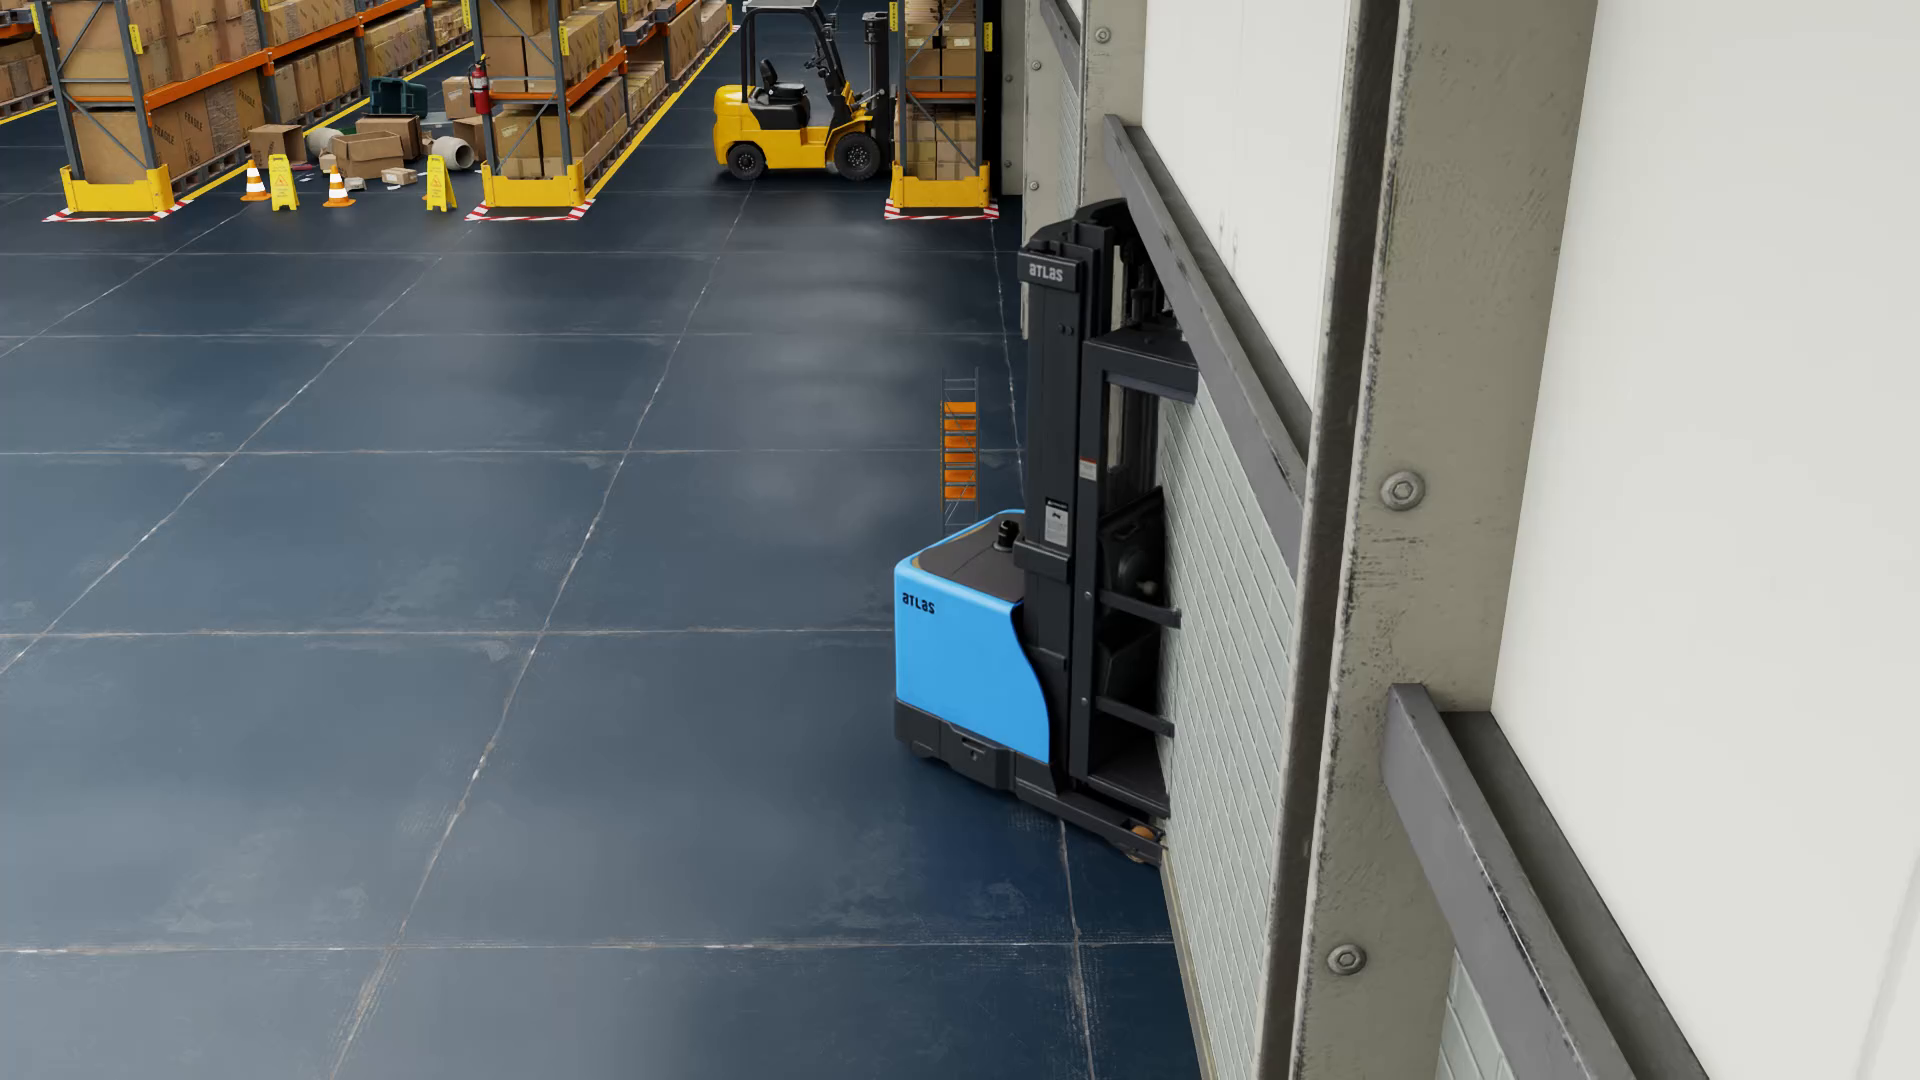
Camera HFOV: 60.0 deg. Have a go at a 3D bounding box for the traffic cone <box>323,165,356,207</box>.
[{"bbox_3d":[-7.593,-4.328,20.258,0.336,0.463,0.334,0,24,-1],"label":"traffic cone"}]

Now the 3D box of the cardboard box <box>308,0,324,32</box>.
[{"bbox_3d":[-9.936,-7.929,25.019,0.500,0.500,0.500,0,24,0],"label":"cardboard box"}]

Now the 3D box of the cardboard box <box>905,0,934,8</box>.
[{"bbox_3d":[-0.531,-7.048,21.924,0.380,0.149,0.250,-1,24,-1],"label":"cardboard box"}]

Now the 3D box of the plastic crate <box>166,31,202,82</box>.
[{"bbox_3d":[-14.729,-6.740,21.012,10.126,1.636,1.488,0,24,-1],"label":"plastic crate"}]

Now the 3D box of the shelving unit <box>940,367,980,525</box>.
[{"bbox_3d":[-2.865,-5.278,20.735,5.752,1.800,21.905,0,24,-1],"label":"shelving unit"}]

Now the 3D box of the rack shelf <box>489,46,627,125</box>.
[{"bbox_3d":[-5.214,-5.954,21.647,1.077,0.370,4.000,0,24,-1],"label":"rack shelf"}]

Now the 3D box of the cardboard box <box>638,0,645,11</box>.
[{"bbox_3d":[-4.952,-8.083,24.490,0.500,0.500,0.500,0,24,-1],"label":"cardboard box"}]

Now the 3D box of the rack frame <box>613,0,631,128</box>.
[{"bbox_3d":[-5.236,-7.106,23.321,1.000,3.000,0.127,0,24,-1],"label":"rack frame"}]

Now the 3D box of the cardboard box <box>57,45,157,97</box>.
[{"bbox_3d":[-10.190,-5.615,19.842,0.875,0.550,0.550,0,24,-1],"label":"cardboard box"}]

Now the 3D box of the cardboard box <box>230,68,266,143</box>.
[{"bbox_3d":[-10.248,-6.006,22.958,0.875,0.875,0.875,0,24,0],"label":"cardboard box"}]

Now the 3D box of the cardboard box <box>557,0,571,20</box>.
[{"bbox_3d":[-5.389,-6.928,21.233,0.700,0.500,0.500,0,24,-1],"label":"cardboard box"}]

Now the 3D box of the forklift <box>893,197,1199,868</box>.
[{"bbox_3d":[-11.237,-7.465,24.198,45.189,2.935,13.090,19,31,36],"label":"forklift"}]

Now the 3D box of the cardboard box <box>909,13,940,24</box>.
[{"bbox_3d":[-0.436,-6.417,20.529,0.380,0.149,0.250,0,24,0],"label":"cardboard box"}]

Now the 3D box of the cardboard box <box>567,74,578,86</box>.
[{"bbox_3d":[-4.928,-5.698,20.513,0.380,0.149,0.250,-1,24,-2],"label":"cardboard box"}]

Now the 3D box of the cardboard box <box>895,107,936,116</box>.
[{"bbox_3d":[-0.557,-5.274,20.885,0.500,0.250,0.500,0,24,0],"label":"cardboard box"}]

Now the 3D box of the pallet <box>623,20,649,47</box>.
[{"bbox_3d":[-5.099,-7.334,24.059,1.003,0.211,1.213,0,24,-1],"label":"pallet"}]

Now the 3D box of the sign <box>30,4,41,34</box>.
[{"bbox_3d":[-10.684,-6.032,19.256,0.100,0.325,0.005,0,24,-1],"label":"sign"}]

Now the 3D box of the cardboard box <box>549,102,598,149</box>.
[{"bbox_3d":[-4.936,-5.297,21.238,0.500,0.500,0.500,-1,24,-3],"label":"cardboard box"}]

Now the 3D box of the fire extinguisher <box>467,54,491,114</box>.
[{"bbox_3d":[-5.652,-5.373,19.584,0.296,0.674,0.183,0,24,-1],"label":"fire extinguisher"}]

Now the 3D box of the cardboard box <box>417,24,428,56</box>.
[{"bbox_3d":[-10.012,-9.087,30.226,0.500,0.500,0.500,-1,24,-2],"label":"cardboard box"}]

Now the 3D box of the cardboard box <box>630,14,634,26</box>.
[{"bbox_3d":[-4.920,-7.515,24.021,0.380,0.149,0.250,0,24,1],"label":"cardboard box"}]

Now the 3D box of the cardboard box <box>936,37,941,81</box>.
[{"bbox_3d":[-0.493,-5.942,20.628,0.500,0.500,0.500,0,24,1],"label":"cardboard box"}]

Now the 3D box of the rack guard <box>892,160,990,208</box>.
[{"bbox_3d":[-0.229,-4.333,20.223,1.175,0.500,0.348,0,24,-1],"label":"rack guard"}]

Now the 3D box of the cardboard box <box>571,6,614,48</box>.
[{"bbox_3d":[-4.970,-6.893,22.368,0.500,0.500,0.500,1,24,1],"label":"cardboard box"}]

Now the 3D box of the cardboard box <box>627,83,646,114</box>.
[{"bbox_3d":[-5.256,-6.612,24.909,0.950,0.372,0.625,1,24,3],"label":"cardboard box"}]

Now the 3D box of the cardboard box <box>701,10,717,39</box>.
[{"bbox_3d":[-5.233,-10.054,32.440,0.875,0.438,0.875,-1,24,-2],"label":"cardboard box"}]

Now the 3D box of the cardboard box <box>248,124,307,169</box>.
[{"bbox_3d":[-9.142,-5.269,22.291,0.500,0.500,0.500,4,25,9],"label":"cardboard box"}]

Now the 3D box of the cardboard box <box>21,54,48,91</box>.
[{"bbox_3d":[-15.162,-7.495,26.681,0.700,0.500,0.500,-2,24,-3],"label":"cardboard box"}]

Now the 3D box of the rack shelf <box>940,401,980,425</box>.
[{"bbox_3d":[0.000,-0.828,10.860,0.258,0.103,0.180,0,24,-1],"label":"rack shelf"}]

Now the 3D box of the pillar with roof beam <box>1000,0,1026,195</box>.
[{"bbox_3d":[-3.640,-8.487,19.094,9.100,9.000,0.400,0,24,-1],"label":"pillar with roof beam"}]

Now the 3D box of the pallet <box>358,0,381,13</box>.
[{"bbox_3d":[-10.343,-8.896,27.512,1.213,0.211,1.003,0,24,-1],"label":"pallet"}]

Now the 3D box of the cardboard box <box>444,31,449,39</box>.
[{"bbox_3d":[-10.065,-9.699,32.004,0.380,0.149,0.250,-1,24,-2],"label":"cardboard box"}]

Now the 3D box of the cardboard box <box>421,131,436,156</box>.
[{"bbox_3d":[-7.373,-5.515,23.121,0.258,0.266,0.396,-19,31,-36],"label":"cardboard box"}]

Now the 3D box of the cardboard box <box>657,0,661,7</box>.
[{"bbox_3d":[-4.918,-8.483,26.162,0.380,0.149,0.250,0,24,-1],"label":"cardboard box"}]

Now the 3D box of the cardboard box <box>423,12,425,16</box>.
[{"bbox_3d":[-10.624,-10.184,32.356,0.380,0.149,0.250,-1,24,-2],"label":"cardboard box"}]

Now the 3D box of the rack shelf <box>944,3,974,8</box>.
[{"bbox_3d":[-15.246,-9.934,27.422,30.704,0.877,13.980,0,24,-1],"label":"rack shelf"}]

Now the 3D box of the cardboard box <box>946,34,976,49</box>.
[{"bbox_3d":[0.027,-5.964,19.887,0.380,0.149,0.250,-1,24,-2],"label":"cardboard box"}]
